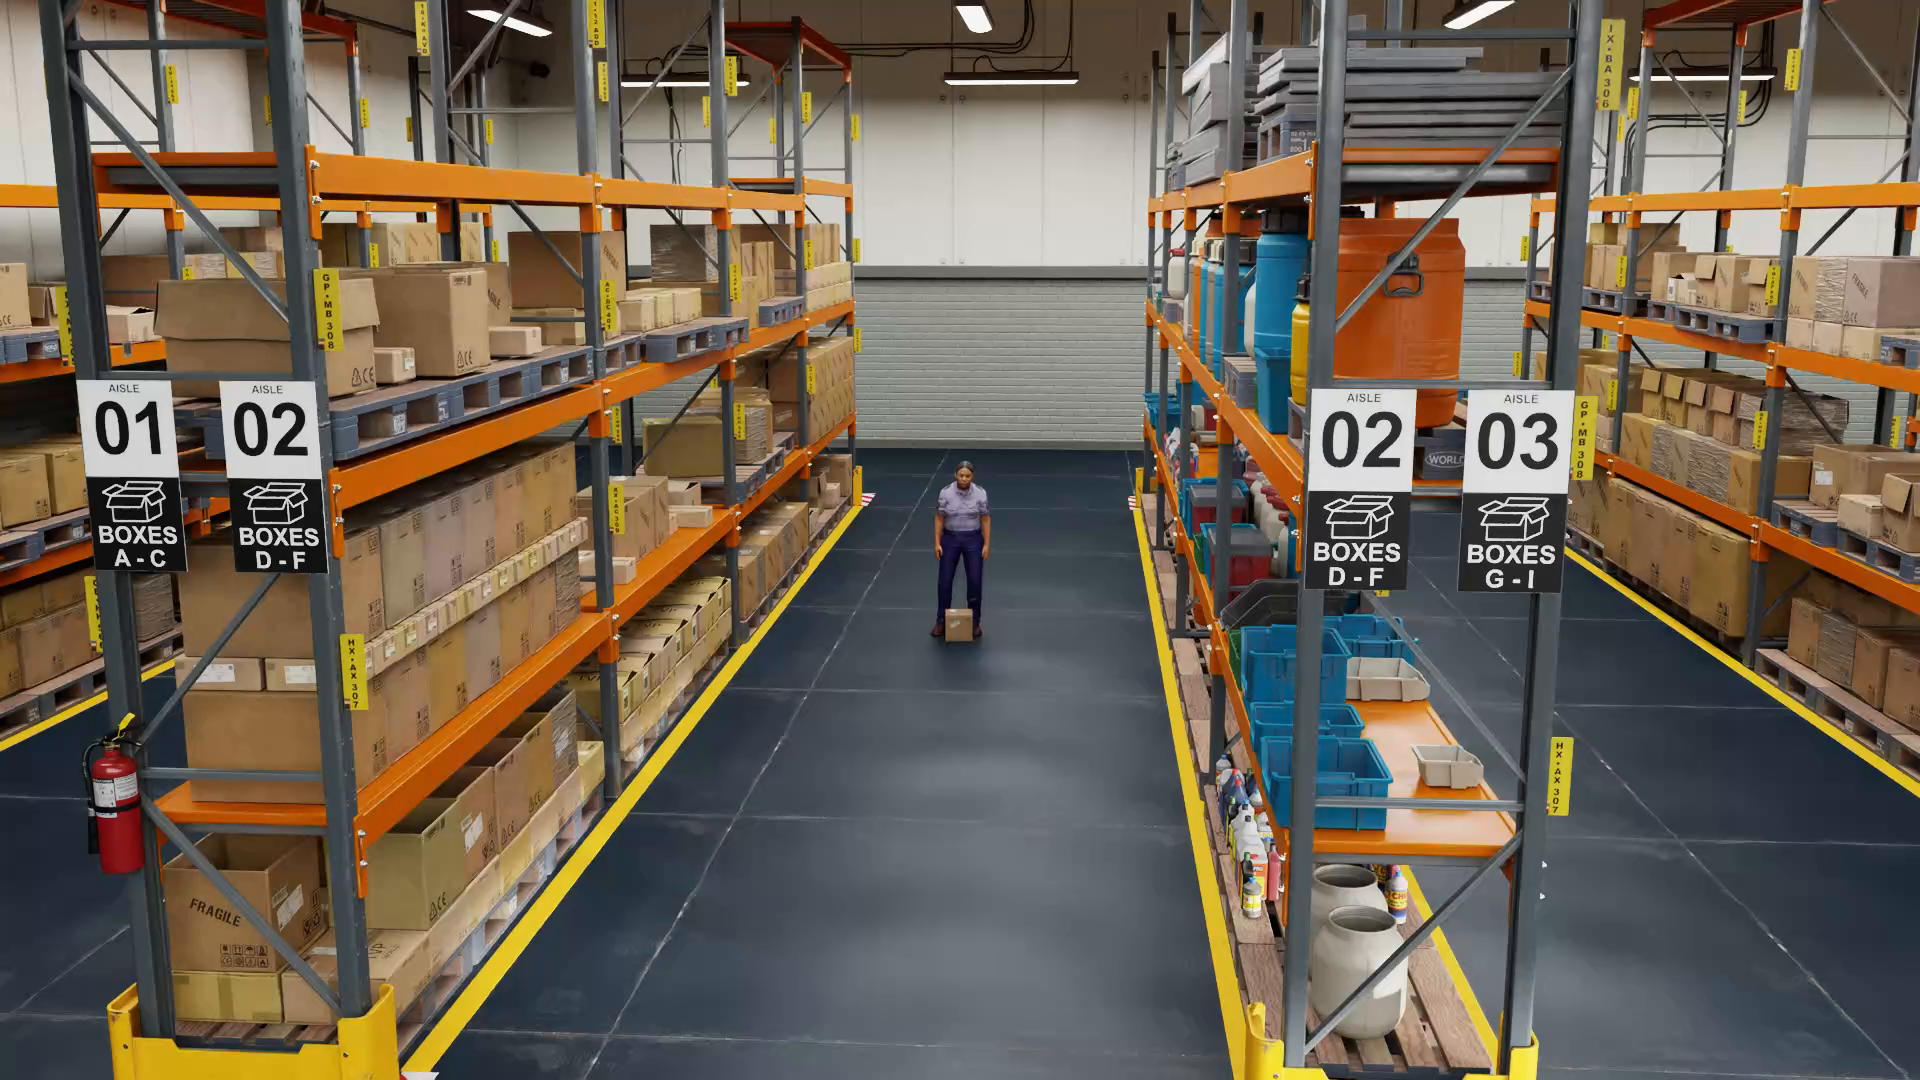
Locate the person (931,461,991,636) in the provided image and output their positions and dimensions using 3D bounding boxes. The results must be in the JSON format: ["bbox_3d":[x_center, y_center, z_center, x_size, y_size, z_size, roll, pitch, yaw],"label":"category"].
[{"bbox_3d":[0.006,0.064,15.617,0.561,1.651,0.377,0,11,0],"label":"person"}]
